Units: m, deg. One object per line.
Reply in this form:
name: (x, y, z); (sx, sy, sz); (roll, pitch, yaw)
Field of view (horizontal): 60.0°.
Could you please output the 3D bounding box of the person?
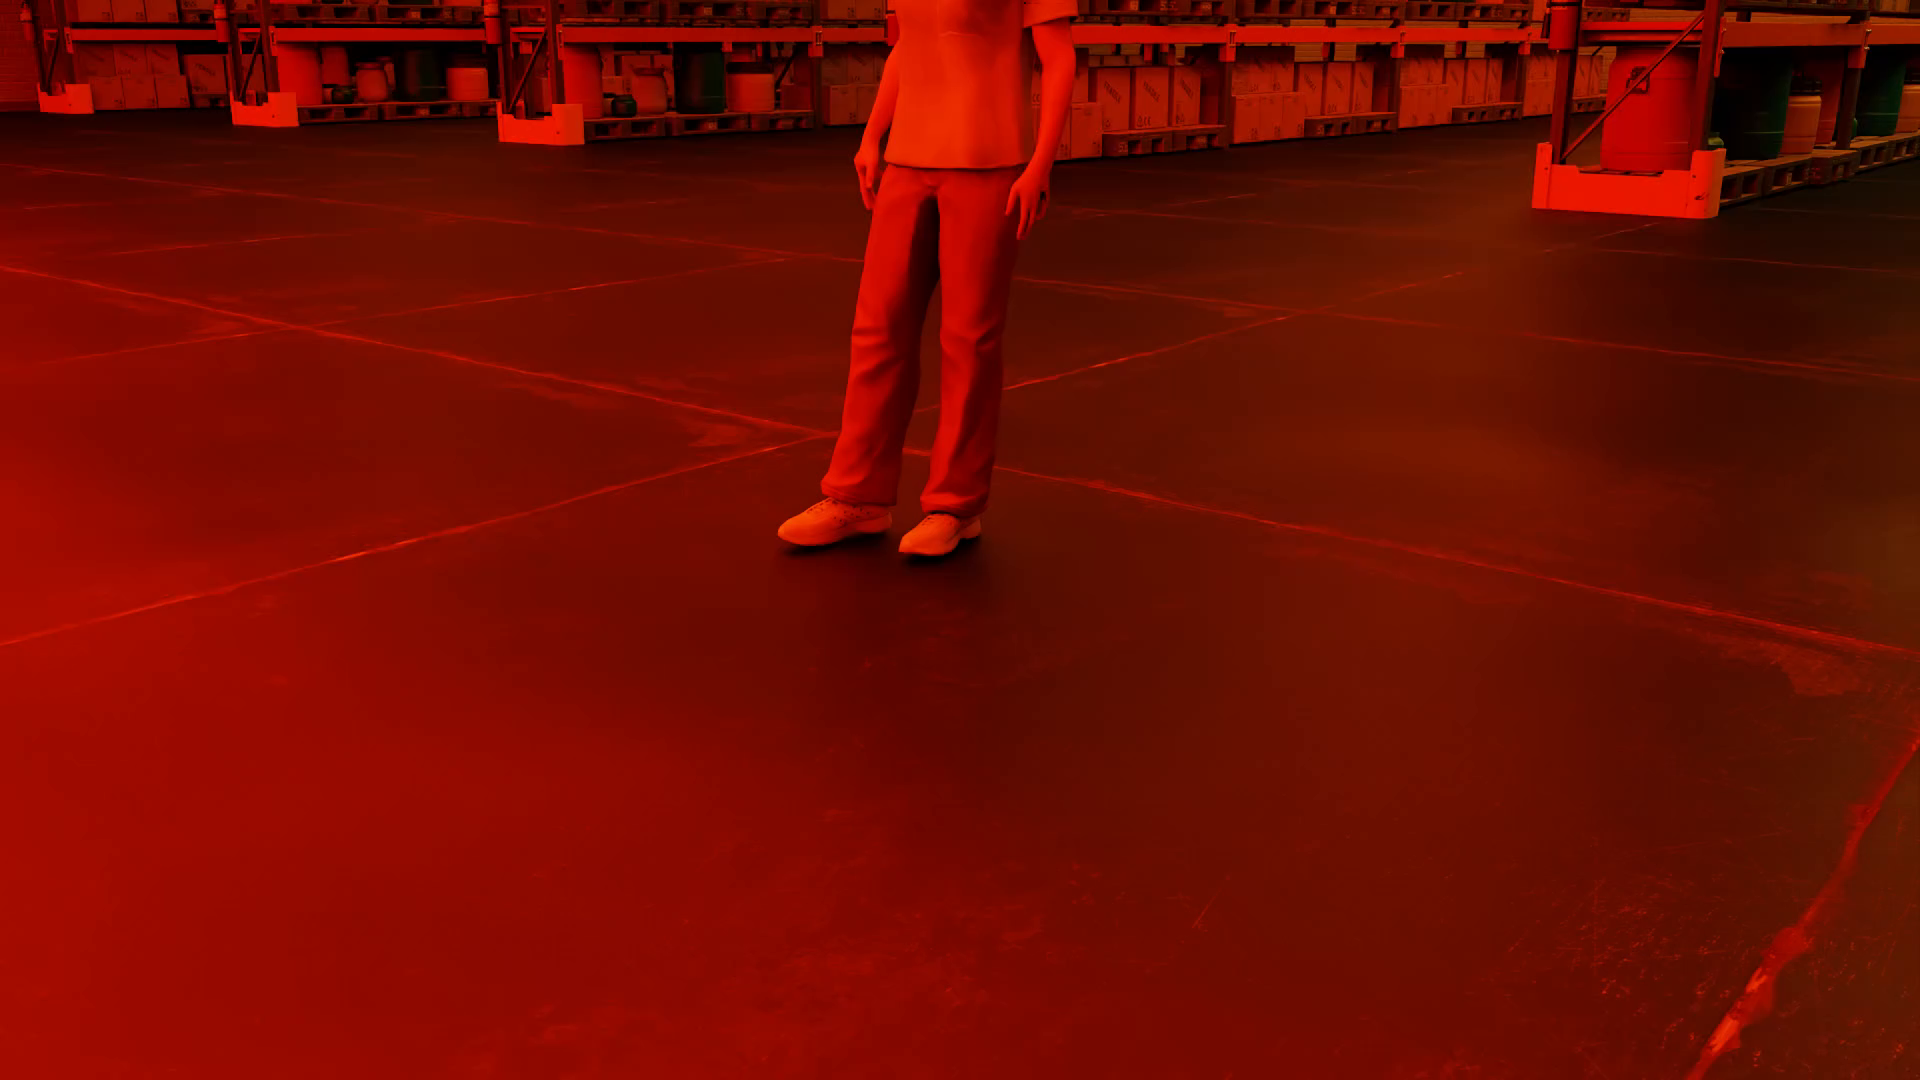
person: (-0.055, -0.794, 3.649); (0.555, 1.675, 0.549); (13, 21, 37)
